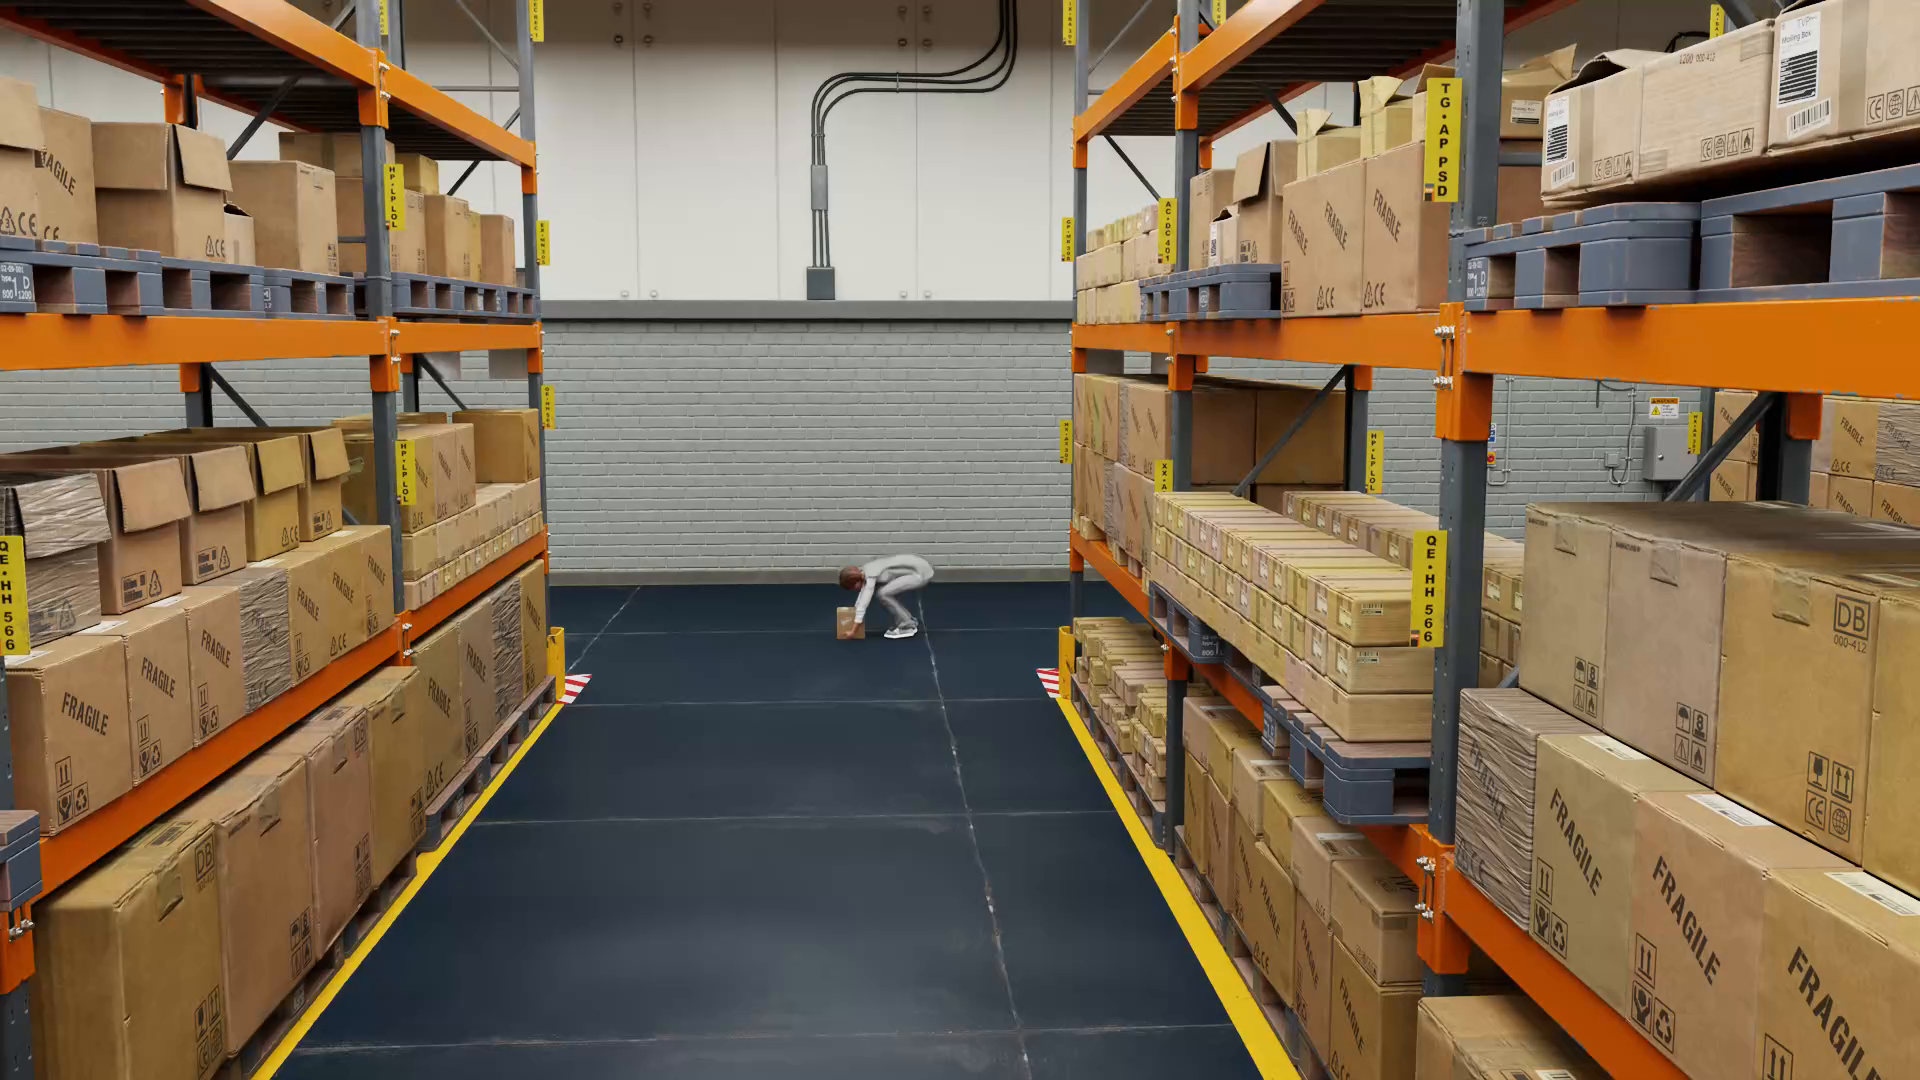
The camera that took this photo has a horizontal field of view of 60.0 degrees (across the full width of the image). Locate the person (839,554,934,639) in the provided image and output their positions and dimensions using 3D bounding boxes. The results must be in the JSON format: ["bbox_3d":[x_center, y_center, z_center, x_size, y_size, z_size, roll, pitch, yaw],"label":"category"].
[{"bbox_3d":[-0.667,0.537,15.146,0.871,0.734,0.422,-1,7,-6],"label":"person"}]
